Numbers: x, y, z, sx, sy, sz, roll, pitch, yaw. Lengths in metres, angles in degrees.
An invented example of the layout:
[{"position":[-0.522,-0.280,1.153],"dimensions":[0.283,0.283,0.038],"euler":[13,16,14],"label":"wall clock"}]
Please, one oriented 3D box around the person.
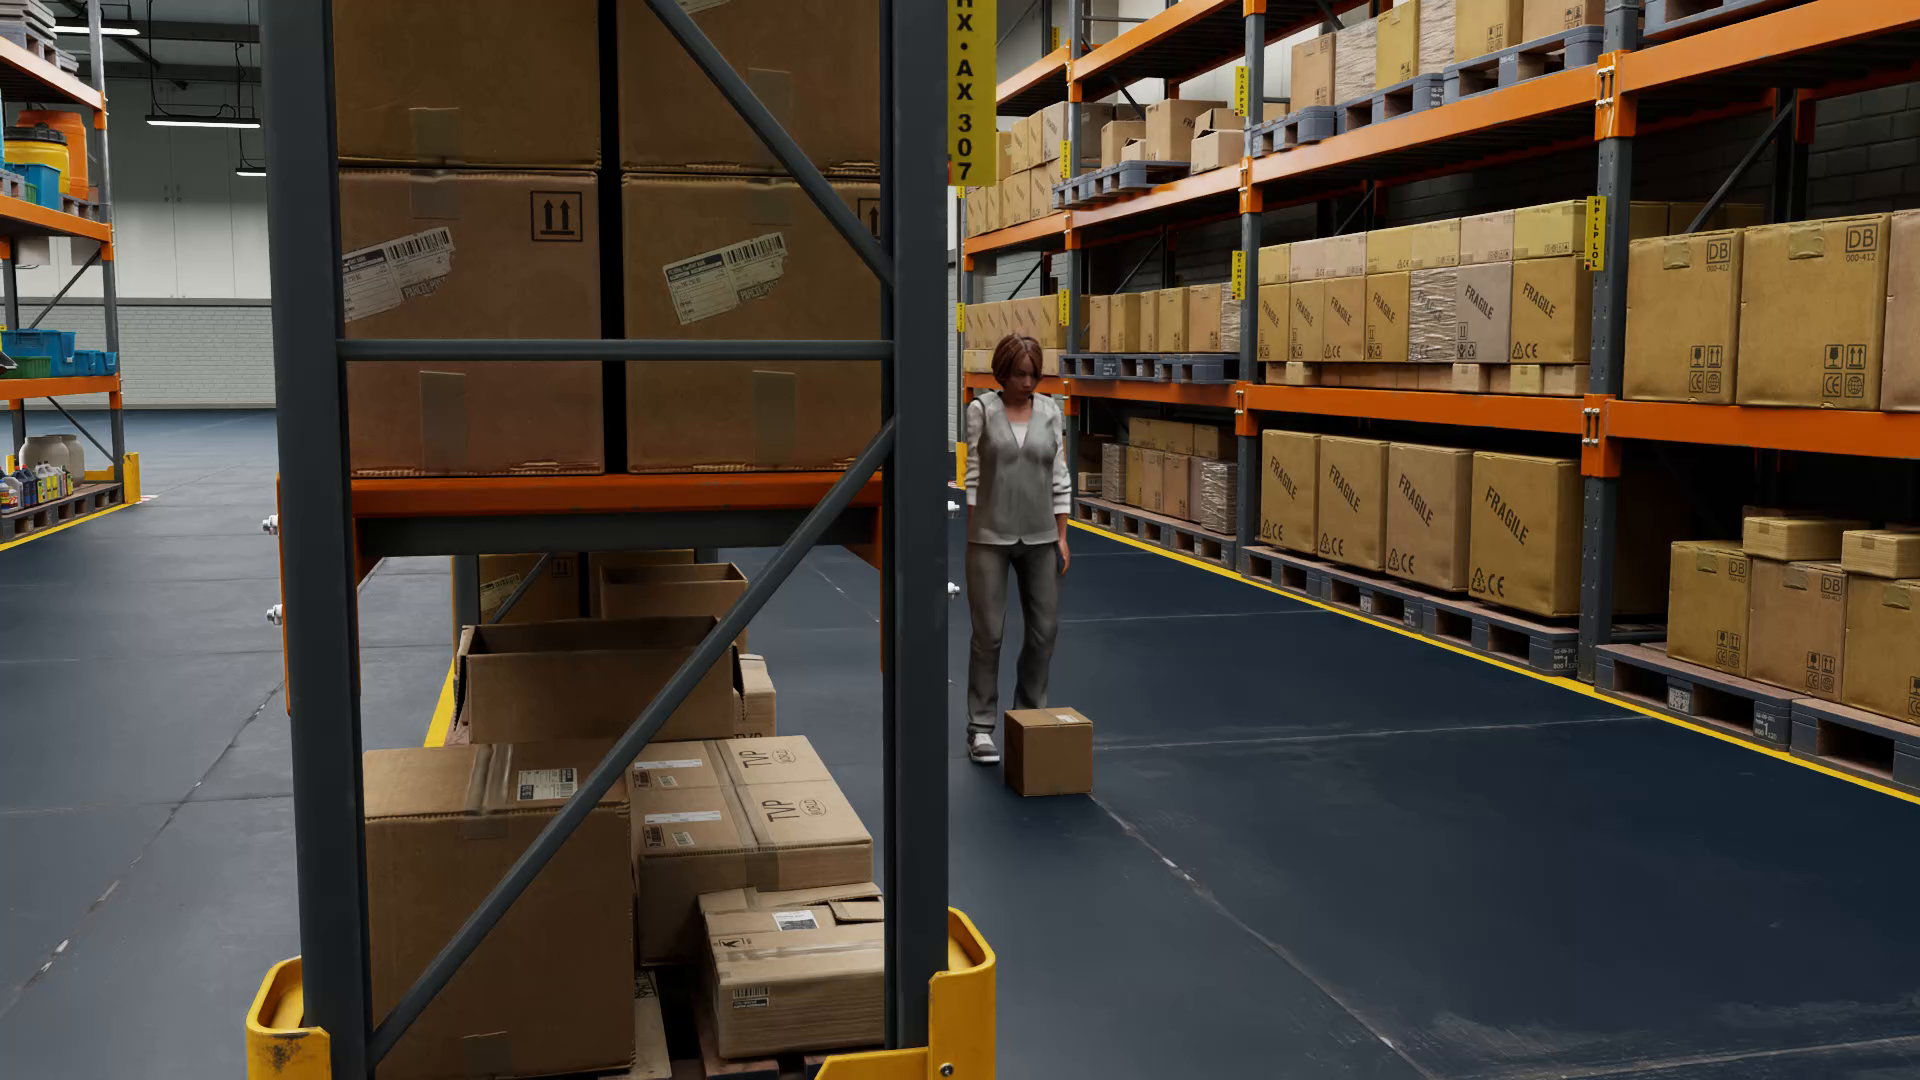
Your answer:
[{"position":[0.215,0.026,6.200],"dimensions":[0.409,1.591,0.304],"euler":[-1,6,-13],"label":"person"}]
